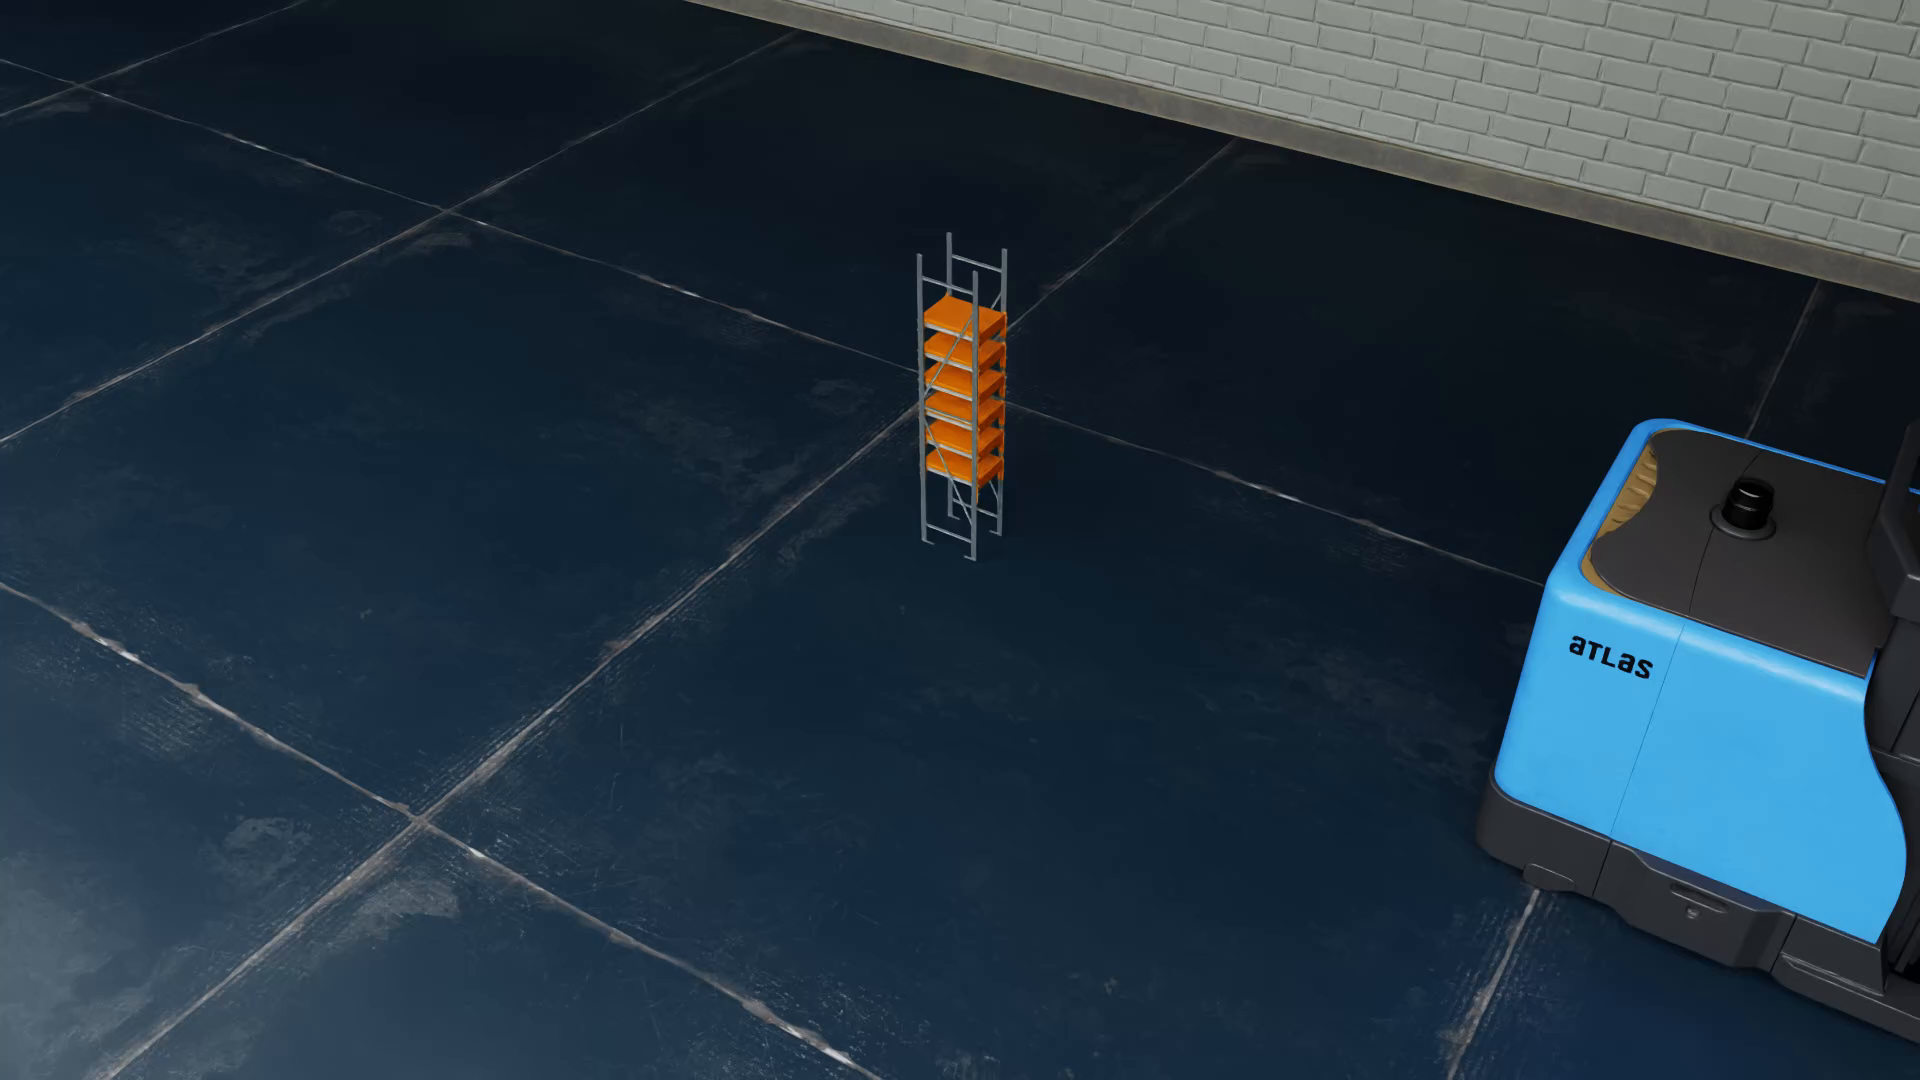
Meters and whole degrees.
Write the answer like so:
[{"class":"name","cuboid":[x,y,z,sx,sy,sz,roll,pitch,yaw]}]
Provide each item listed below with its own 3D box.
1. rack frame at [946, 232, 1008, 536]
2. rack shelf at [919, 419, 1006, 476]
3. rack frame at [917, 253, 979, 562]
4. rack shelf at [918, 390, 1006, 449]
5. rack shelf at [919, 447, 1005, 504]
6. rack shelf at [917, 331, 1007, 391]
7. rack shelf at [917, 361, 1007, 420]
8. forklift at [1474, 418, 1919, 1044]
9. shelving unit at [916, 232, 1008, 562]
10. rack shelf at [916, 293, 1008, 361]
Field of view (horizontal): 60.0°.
[{"class":"rack frame","cuboid":[0.057,-0.530,5.955,0.240,1.200,0.006,21,42,25]},{"class":"rack shelf","cuboid":[0.008,-0.352,5.994,0.258,0.103,0.180,21,42,25]},{"class":"rack frame","cuboid":[-0.041,-0.435,5.832,0.240,1.200,0.006,21,42,25]},{"class":"rack shelf","cuboid":[0.008,-0.447,5.920,0.258,0.103,0.180,21,42,25]},{"class":"rack shelf","cuboid":[0.008,-0.257,6.067,0.258,0.103,0.180,21,42,25]},{"class":"rack shelf","cuboid":[0.008,-0.638,5.774,0.258,0.103,0.180,21,42,25]},{"class":"rack shelf","cuboid":[0.008,-0.543,5.847,0.258,0.103,0.180,21,42,25]},{"class":"forklift","cuboid":[3.059,0.033,3.806,3.031,2.935,1.130,21,42,25]},{"class":"shelving unit","cuboid":[0.008,-0.483,5.893,0.258,1.200,0.189,21,42,25]},{"class":"rack shelf","cuboid":[0.008,-0.733,5.701,0.258,0.103,0.180,21,42,25]}]
